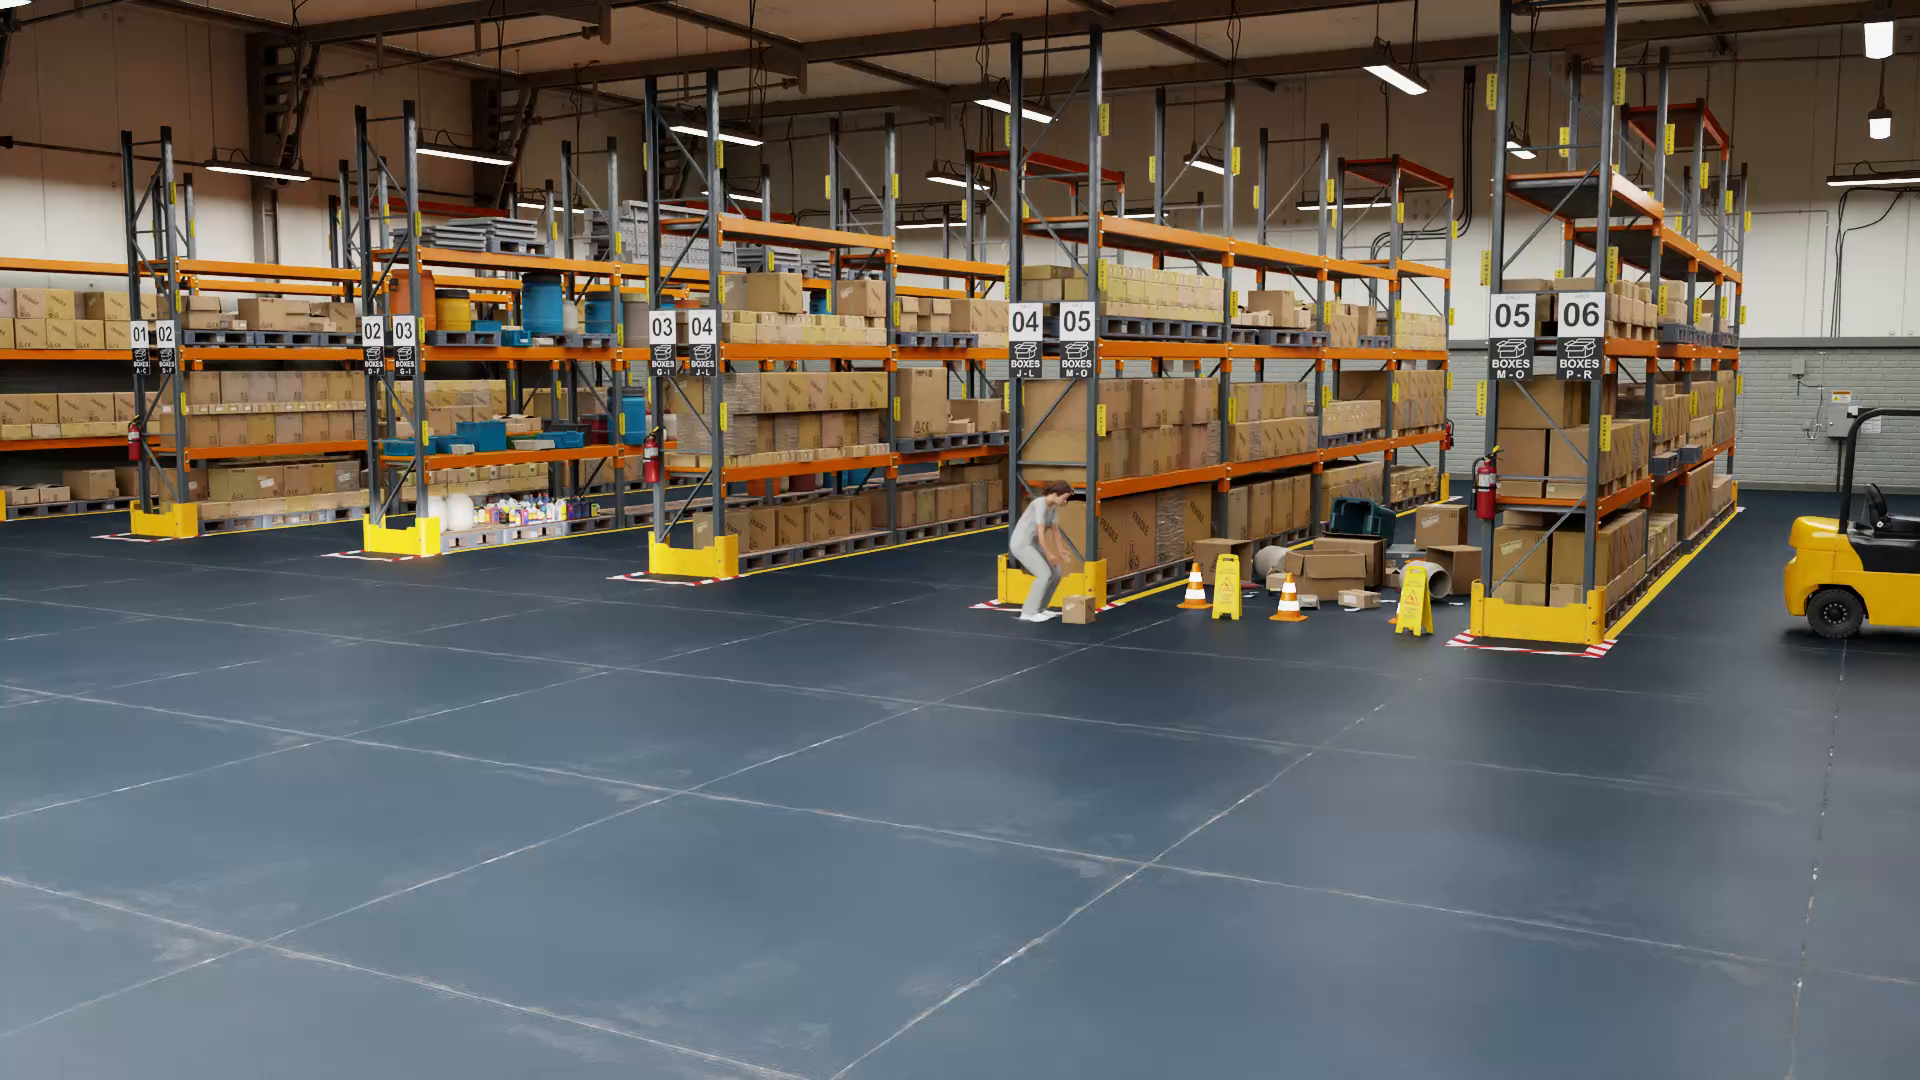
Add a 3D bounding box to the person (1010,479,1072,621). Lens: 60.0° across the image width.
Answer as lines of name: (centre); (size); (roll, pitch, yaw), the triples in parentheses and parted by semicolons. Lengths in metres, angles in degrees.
person: (0.824, 0.092, 16.721); (0.615, 1.417, 0.490); (3, 7, 24)
